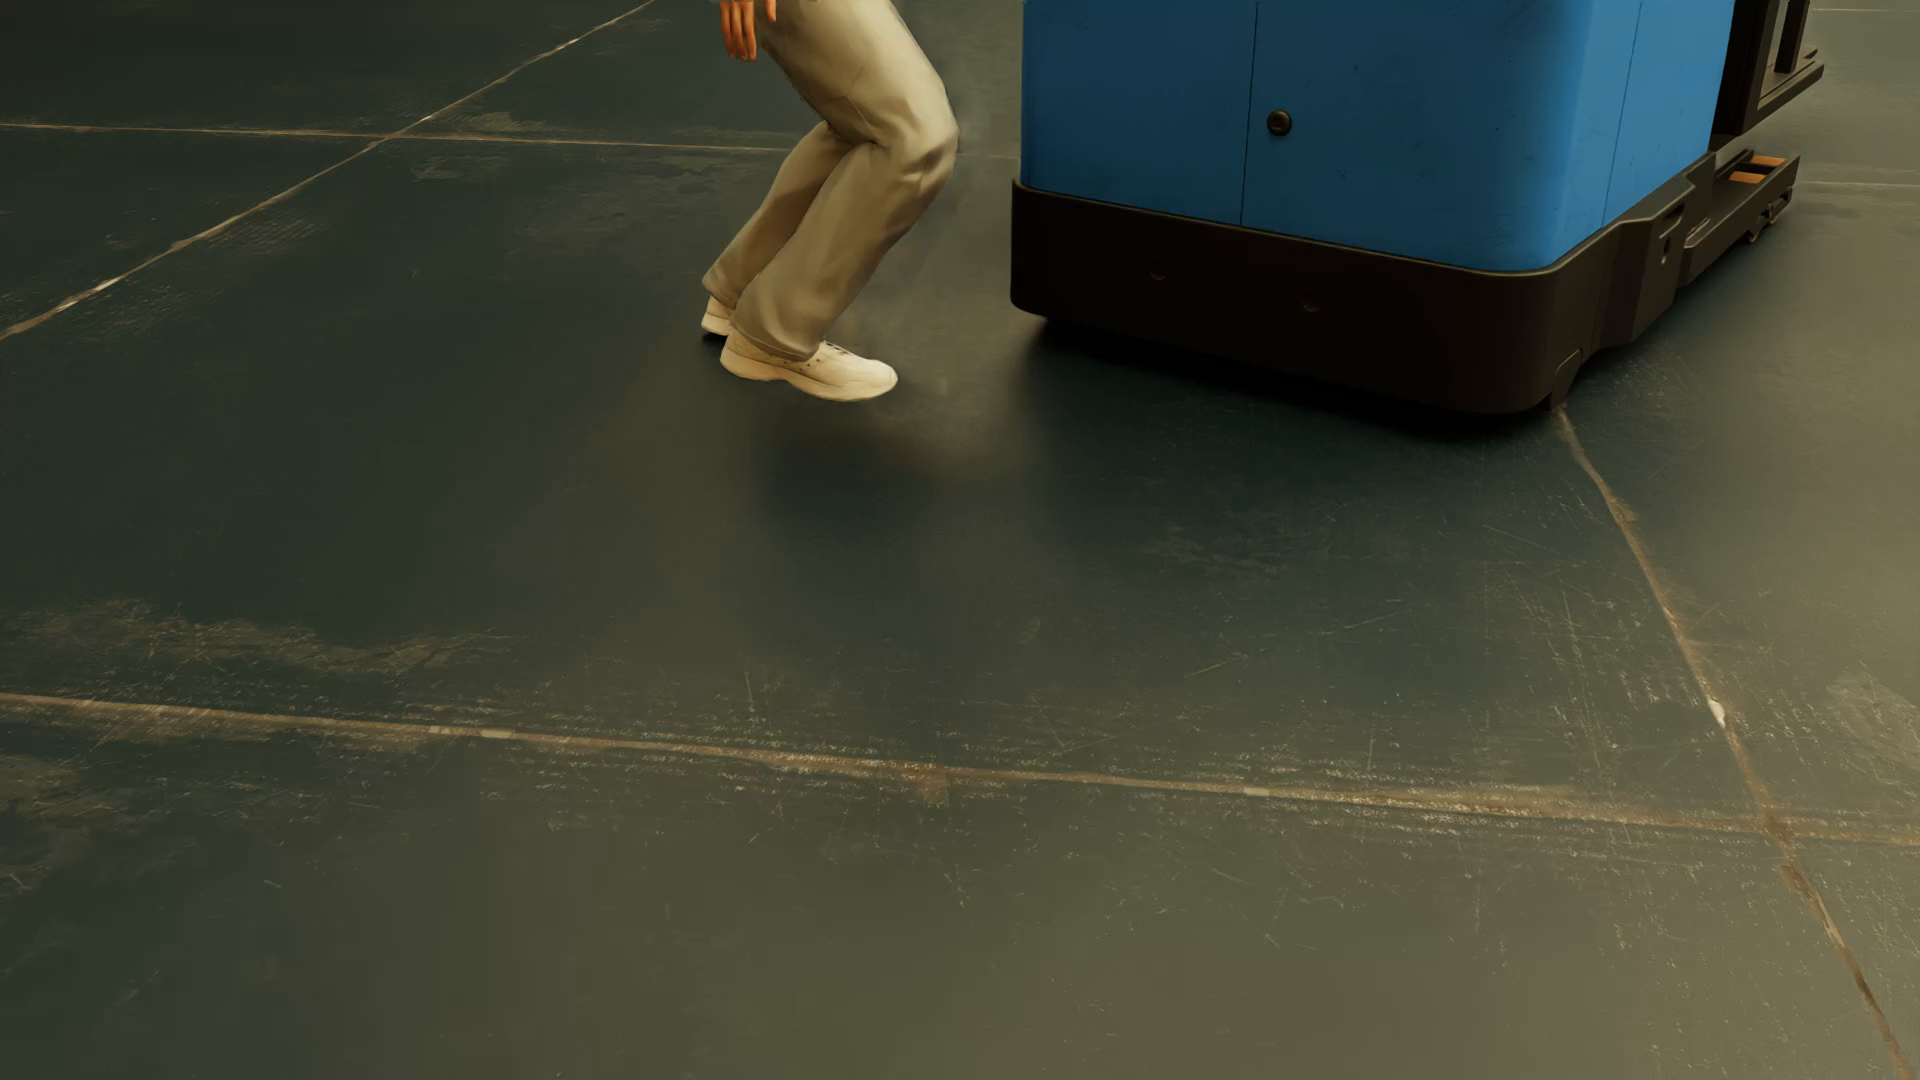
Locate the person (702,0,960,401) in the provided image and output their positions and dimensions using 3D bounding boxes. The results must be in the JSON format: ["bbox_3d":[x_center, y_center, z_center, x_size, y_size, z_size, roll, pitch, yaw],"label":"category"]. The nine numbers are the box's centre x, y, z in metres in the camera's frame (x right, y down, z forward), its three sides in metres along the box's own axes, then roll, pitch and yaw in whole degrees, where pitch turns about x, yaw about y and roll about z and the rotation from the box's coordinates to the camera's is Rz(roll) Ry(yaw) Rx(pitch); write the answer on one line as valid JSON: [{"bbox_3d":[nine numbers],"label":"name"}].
[{"bbox_3d":[-0.248,-0.992,2.778,0.623,1.565,0.837,6,27,12],"label":"person"}]

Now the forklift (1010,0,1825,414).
[{"bbox_3d":[1.374,-2.119,3.465,1.130,2.935,3.031,18,32,32],"label":"forklift"}]
